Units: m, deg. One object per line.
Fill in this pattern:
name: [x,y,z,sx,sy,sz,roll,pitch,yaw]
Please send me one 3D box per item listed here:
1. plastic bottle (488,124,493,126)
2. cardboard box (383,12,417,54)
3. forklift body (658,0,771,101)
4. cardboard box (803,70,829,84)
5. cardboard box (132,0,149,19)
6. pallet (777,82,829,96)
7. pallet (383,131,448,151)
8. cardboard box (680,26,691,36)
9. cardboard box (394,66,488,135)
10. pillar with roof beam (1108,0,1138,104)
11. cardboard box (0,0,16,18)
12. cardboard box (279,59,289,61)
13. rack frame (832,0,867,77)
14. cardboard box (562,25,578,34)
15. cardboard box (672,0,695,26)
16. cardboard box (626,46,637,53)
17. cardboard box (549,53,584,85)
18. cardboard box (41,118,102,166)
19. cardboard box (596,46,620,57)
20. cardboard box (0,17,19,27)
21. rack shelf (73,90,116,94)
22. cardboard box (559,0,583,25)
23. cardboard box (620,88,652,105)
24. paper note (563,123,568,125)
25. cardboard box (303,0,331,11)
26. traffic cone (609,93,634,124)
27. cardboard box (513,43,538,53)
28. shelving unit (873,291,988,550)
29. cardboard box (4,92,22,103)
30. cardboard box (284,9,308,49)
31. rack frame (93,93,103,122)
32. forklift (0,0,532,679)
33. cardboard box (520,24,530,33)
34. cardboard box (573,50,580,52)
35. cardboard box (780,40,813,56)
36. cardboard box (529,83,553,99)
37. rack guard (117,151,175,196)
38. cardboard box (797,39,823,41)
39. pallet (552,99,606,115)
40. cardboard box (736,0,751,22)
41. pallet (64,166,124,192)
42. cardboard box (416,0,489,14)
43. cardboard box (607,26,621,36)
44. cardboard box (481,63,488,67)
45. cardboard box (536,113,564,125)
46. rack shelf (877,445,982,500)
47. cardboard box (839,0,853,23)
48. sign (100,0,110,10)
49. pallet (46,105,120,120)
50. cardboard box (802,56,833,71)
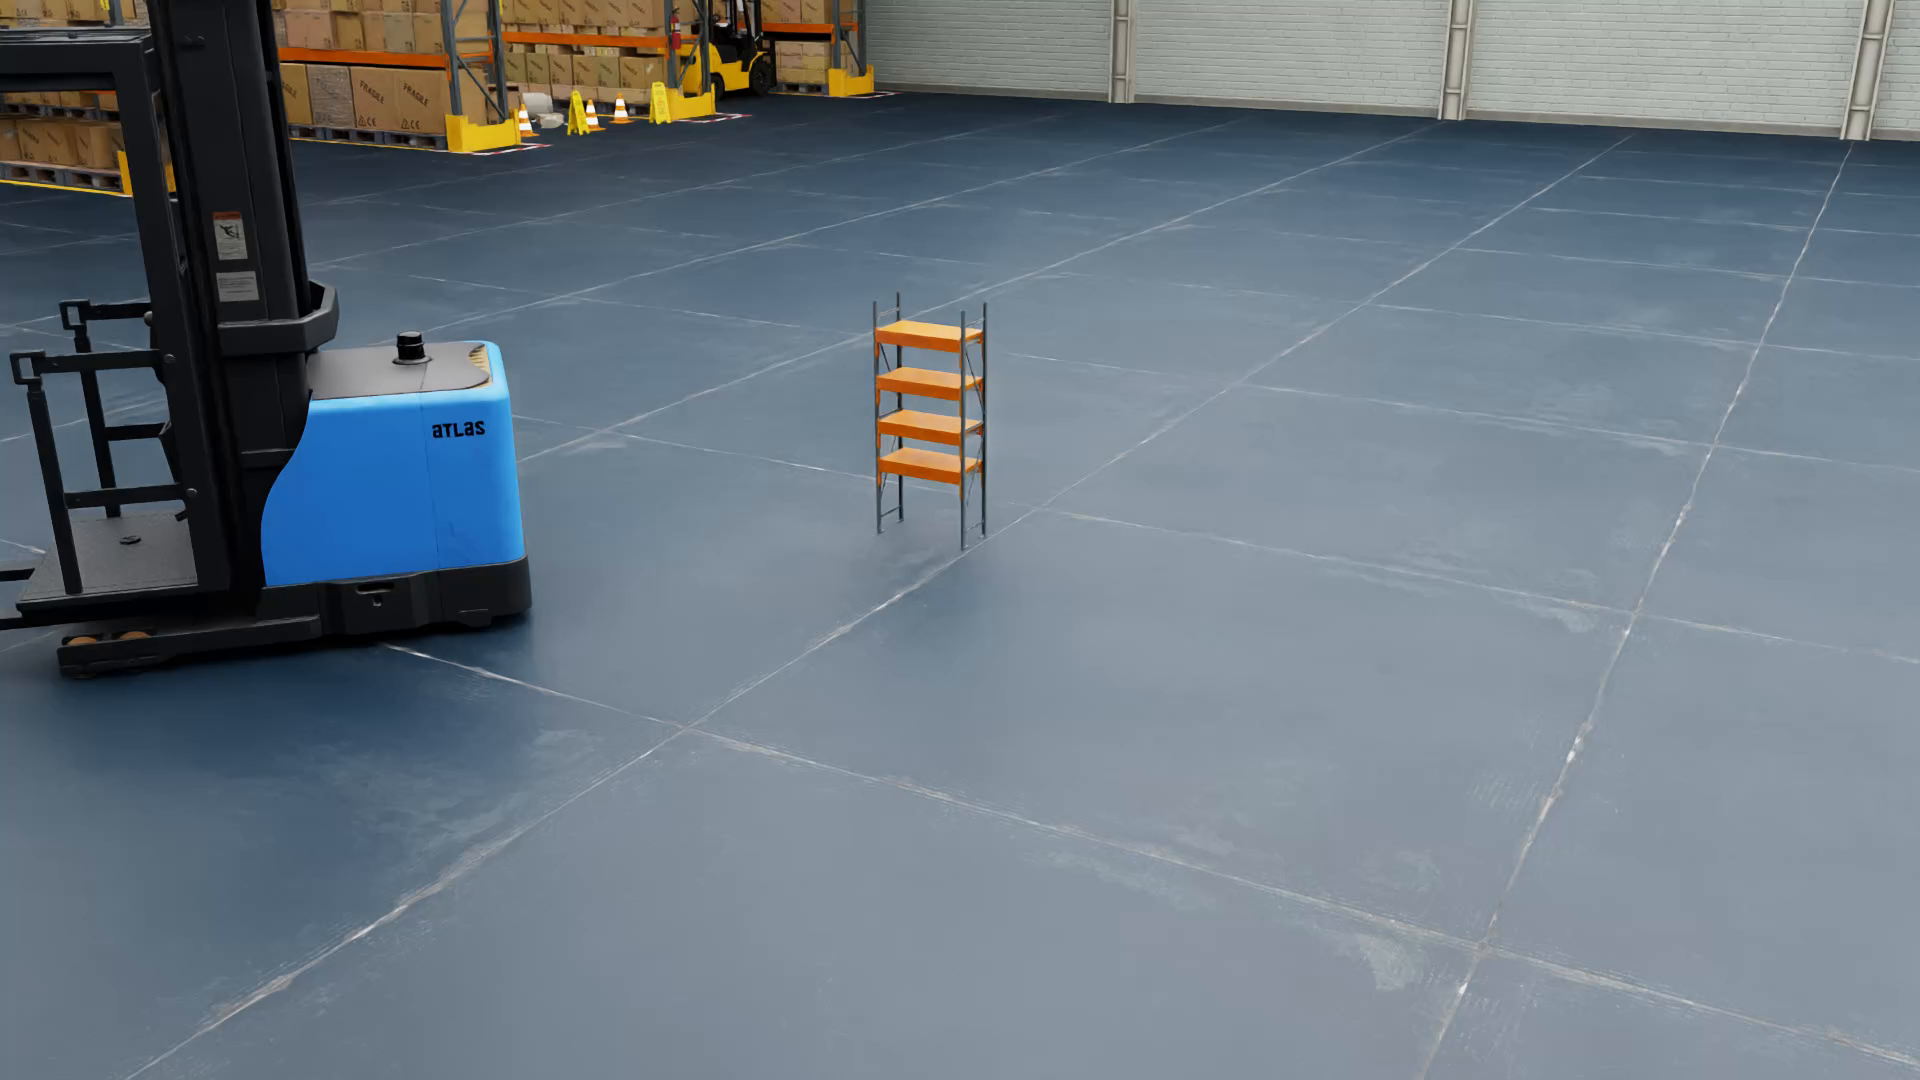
plastic bottle: [-7.552,-6.547,26.325,0.283,0.061,0.133,3,20,9]
cardboard box: [-7.695,-7.273,23.797,0.550,0.550,0.875,11,23,27]
forklift body: [-4.660,-9.411,31.156,1.214,2.155,2.313,11,23,27]
cardboard box: [-2.679,-8.927,31.993,0.500,0.250,0.500,11,23,28]
cardboard box: [-9.713,-6.439,19.668,0.500,0.500,0.500,11,23,27]
pallet: [-2.803,-8.842,32.431,1.213,0.211,1.003,11,23,27]
pallet: [-7.595,-5.868,24.233,1.213,0.211,1.003,11,23,27]
cardboard box: [-4.728,-8.560,27.932,0.250,0.149,0.380,11,23,28]
cardboard box: [-7.483,-6.361,24.002,0.875,0.875,0.875,11,23,28]
pillar with roof beam: [0.855,-10.963,25.391,0.400,9.000,9.100,11,23,27]
cardboard box: [-11.273,-6.535,19.934,0.500,0.500,0.500,11,23,27]
cardboard box: [-12.856,-9.378,32.319,0.875,0.875,0.875,11,23,28]
rack frame: [-2.115,-10.038,31.639,0.127,3.000,1.000,11,23,27]
cardboard box: [-6.560,-8.710,28.346,0.250,0.149,0.380,11,23,27]
cardboard box: [-4.811,-8.908,27.941,0.500,0.500,0.500,10,22,26]
cardboard box: [-6.742,-9.999,34.398,0.625,0.625,0.875,11,22,27]
cardboard box: [-6.716,-8.132,28.700,0.500,0.500,0.500,12,23,30]
cardboard box: [-10.978,-4.940,20.634,0.500,0.500,0.500,13,24,32]
cardboard box: [-5.930,-8.261,28.107,0.250,0.149,0.380,11,23,28]
cardboard box: [-11.174,-6.126,20.272,0.500,0.500,0.875,11,23,27]
rack shelf: [-11.112,-5.604,20.470,4.000,0.370,1.077,11,23,27]
cardboard box: [-6.444,-9.014,28.232,0.500,0.500,0.500,11,23,28]
cardboard box: [-5.390,-7.523,28.122,0.500,0.250,0.500,11,23,27]
paper note: [-6.329,-6.729,26.870,0.142,0.019,0.148,3,20,9]
cardboard box: [-9.104,-8.054,24.365,0.550,0.550,0.875,11,23,27]
traffic cone: [-5.537,-7.055,27.135,0.334,0.463,0.336,11,23,27]
cardboard box: [-7.561,-8.570,28.958,0.250,0.149,0.380,11,23,28]
shelving unit: [-0.145,-0.592,8.236,0.503,1.200,0.258,11,23,27]
cardboard box: [-15.892,-7.715,28.284,0.500,0.500,0.500,11,23,28]
cardboard box: [-9.531,-7.663,24.870,0.550,0.550,0.875,11,23,27]
rack frame: [-13.843,-8.400,27.123,0.127,3.000,1.000,11,23,27]
forklift: [-3.469,-1.013,6.858,3.031,2.935,1.130,-6,21,-16]
cardboard box: [-7.413,-8.897,28.863,0.250,0.149,0.380,11,23,27]
cardboard box: [-6.932,-8.380,29.384,0.500,0.500,0.500,11,23,28]
cardboard box: [-3.118,-9.480,32.050,0.500,0.250,0.500,11,23,28]
cardboard box: [-7.170,-7.866,29.067,0.500,0.250,0.500,12,23,30]
rack guard: [-9.432,-4.447,19.892,0.348,0.500,1.175,11,23,27]
cardboard box: [-2.880,-9.631,32.468,0.500,0.250,0.500,11,23,27]
pallet: [-6.352,-7.610,29.036,1.213,0.211,1.003,11,23,27]
cardboard box: [-4.013,-10.343,32.334,0.500,0.500,0.500,11,23,28]
pallet: [-10.124,-4.457,20.342,1.213,0.211,1.003,11,23,27]
cardboard box: [-7.164,-7.721,23.447,0.550,0.550,0.875,11,23,27]
cardboard box: [-5.692,-8.532,27.856,0.250,0.149,0.380,11,23,28]
cardboard box: [-10.005,-10.484,35.917,0.500,0.500,0.500,10,22,26]
cardboard box: [-6.661,-6.836,26.993,0.380,0.149,0.250,-11,23,-29]
rack shelf: [-0.145,-0.342,8.327,0.480,0.148,0.258,11,23,27]
cardboard box: [-2.412,-10.250,32.077,0.500,0.500,0.500,12,23,29]
sign: [-9.654,-6.141,18.733,0.005,0.325,0.100,11,23,27]
pallet: [-14.524,-7.219,27.958,1.213,0.211,1.003,11,23,27]
cardboard box: [-2.693,-9.166,31.918,0.500,0.250,0.500,10,22,27]
